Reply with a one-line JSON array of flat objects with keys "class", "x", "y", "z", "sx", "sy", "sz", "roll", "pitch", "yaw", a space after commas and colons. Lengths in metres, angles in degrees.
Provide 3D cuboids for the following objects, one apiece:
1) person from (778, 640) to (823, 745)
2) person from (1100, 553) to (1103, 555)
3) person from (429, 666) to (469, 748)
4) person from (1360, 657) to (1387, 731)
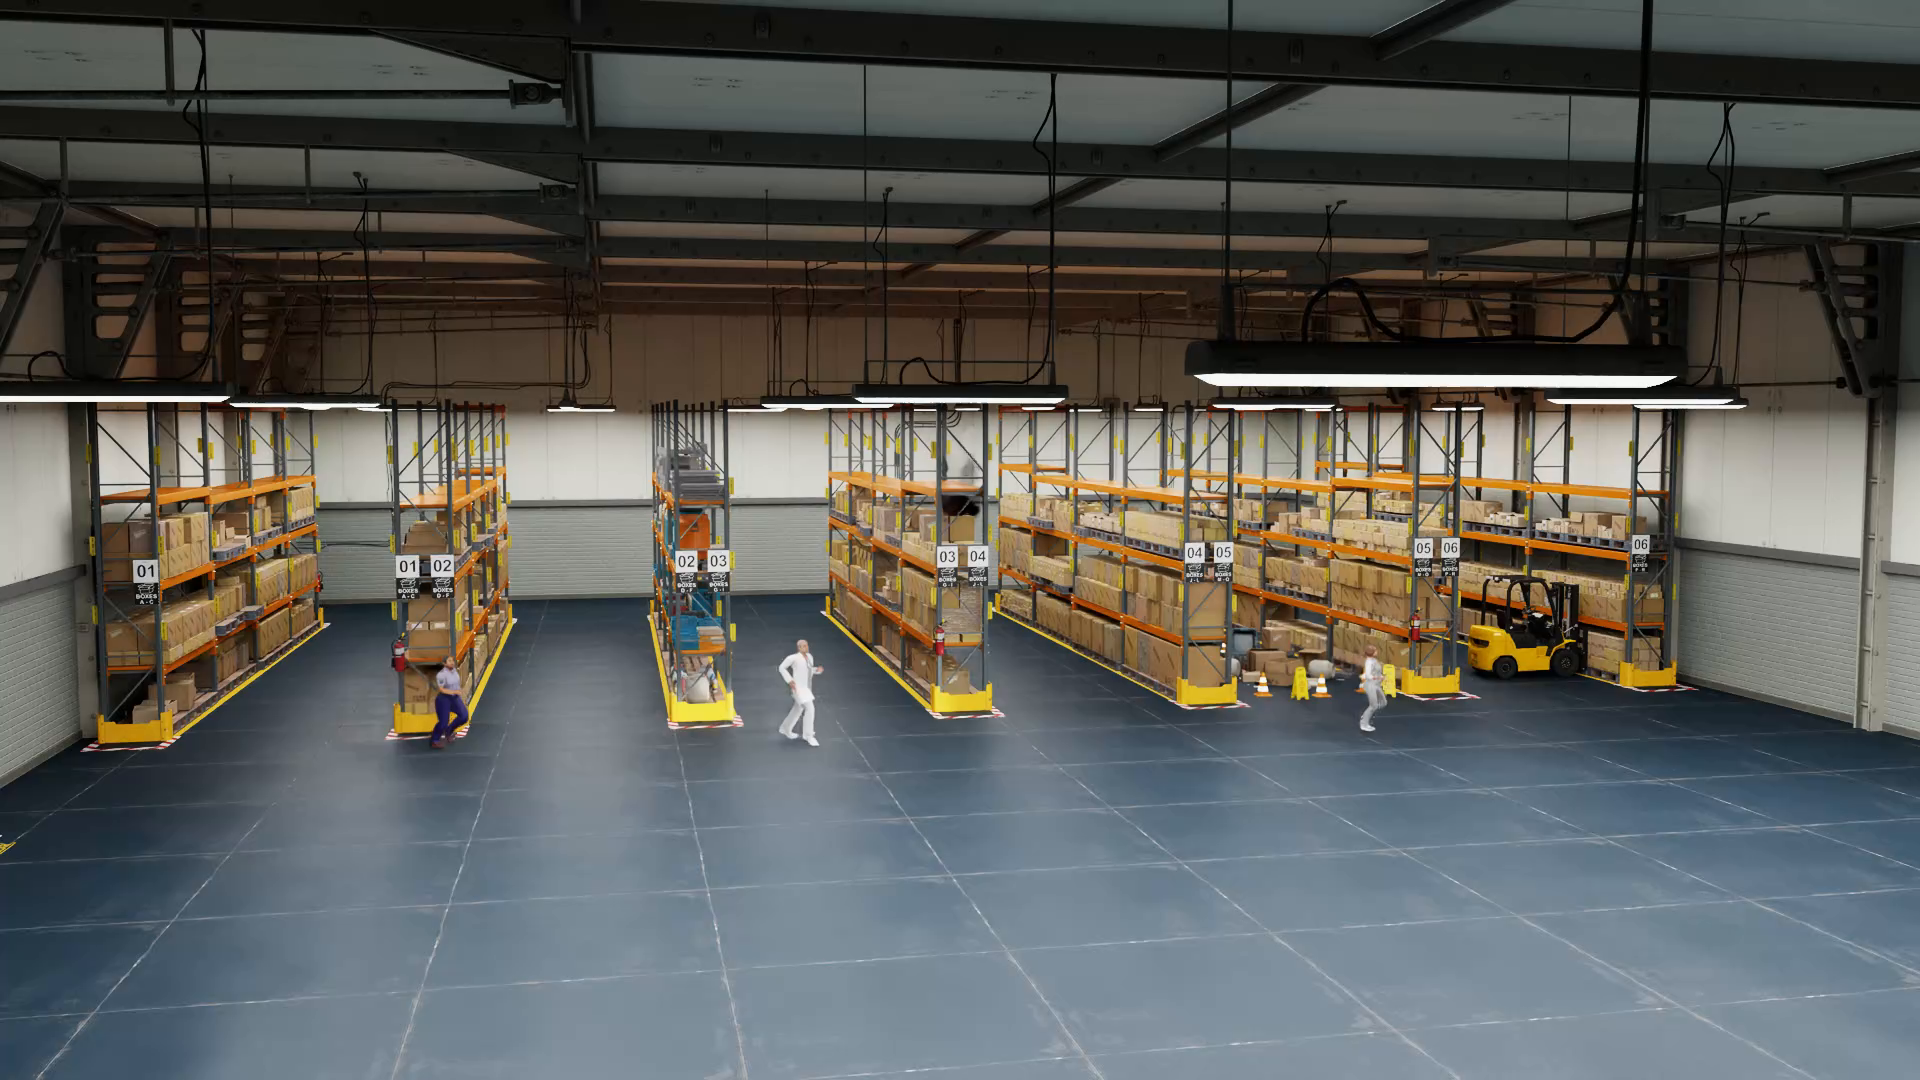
[{"class": "person", "x": -2.784, "y": 2.700, "z": 29.072, "sx": 0.864, "sy": 1.767, "sz": 0.668, "roll": 2, "pitch": 5, "yaw": 24}, {"class": "person", "x": 3.960, "y": 1.296, "z": 46.775, "sx": 0.611, "sy": 1.840, "sz": 0.763, "roll": -2, "pitch": 5, "yaw": -25}, {"class": "person", "x": -8.794, "y": 2.889, "z": 28.552, "sx": 0.664, "sy": 1.339, "sz": 0.585, "roll": 2, "pitch": 5, "yaw": 25}, {"class": "person", "x": 7.464, "y": 2.780, "z": 30.049, "sx": 0.458, "sy": 1.336, "sz": 0.524, "roll": 2, "pitch": 5, "yaw": 30}]
